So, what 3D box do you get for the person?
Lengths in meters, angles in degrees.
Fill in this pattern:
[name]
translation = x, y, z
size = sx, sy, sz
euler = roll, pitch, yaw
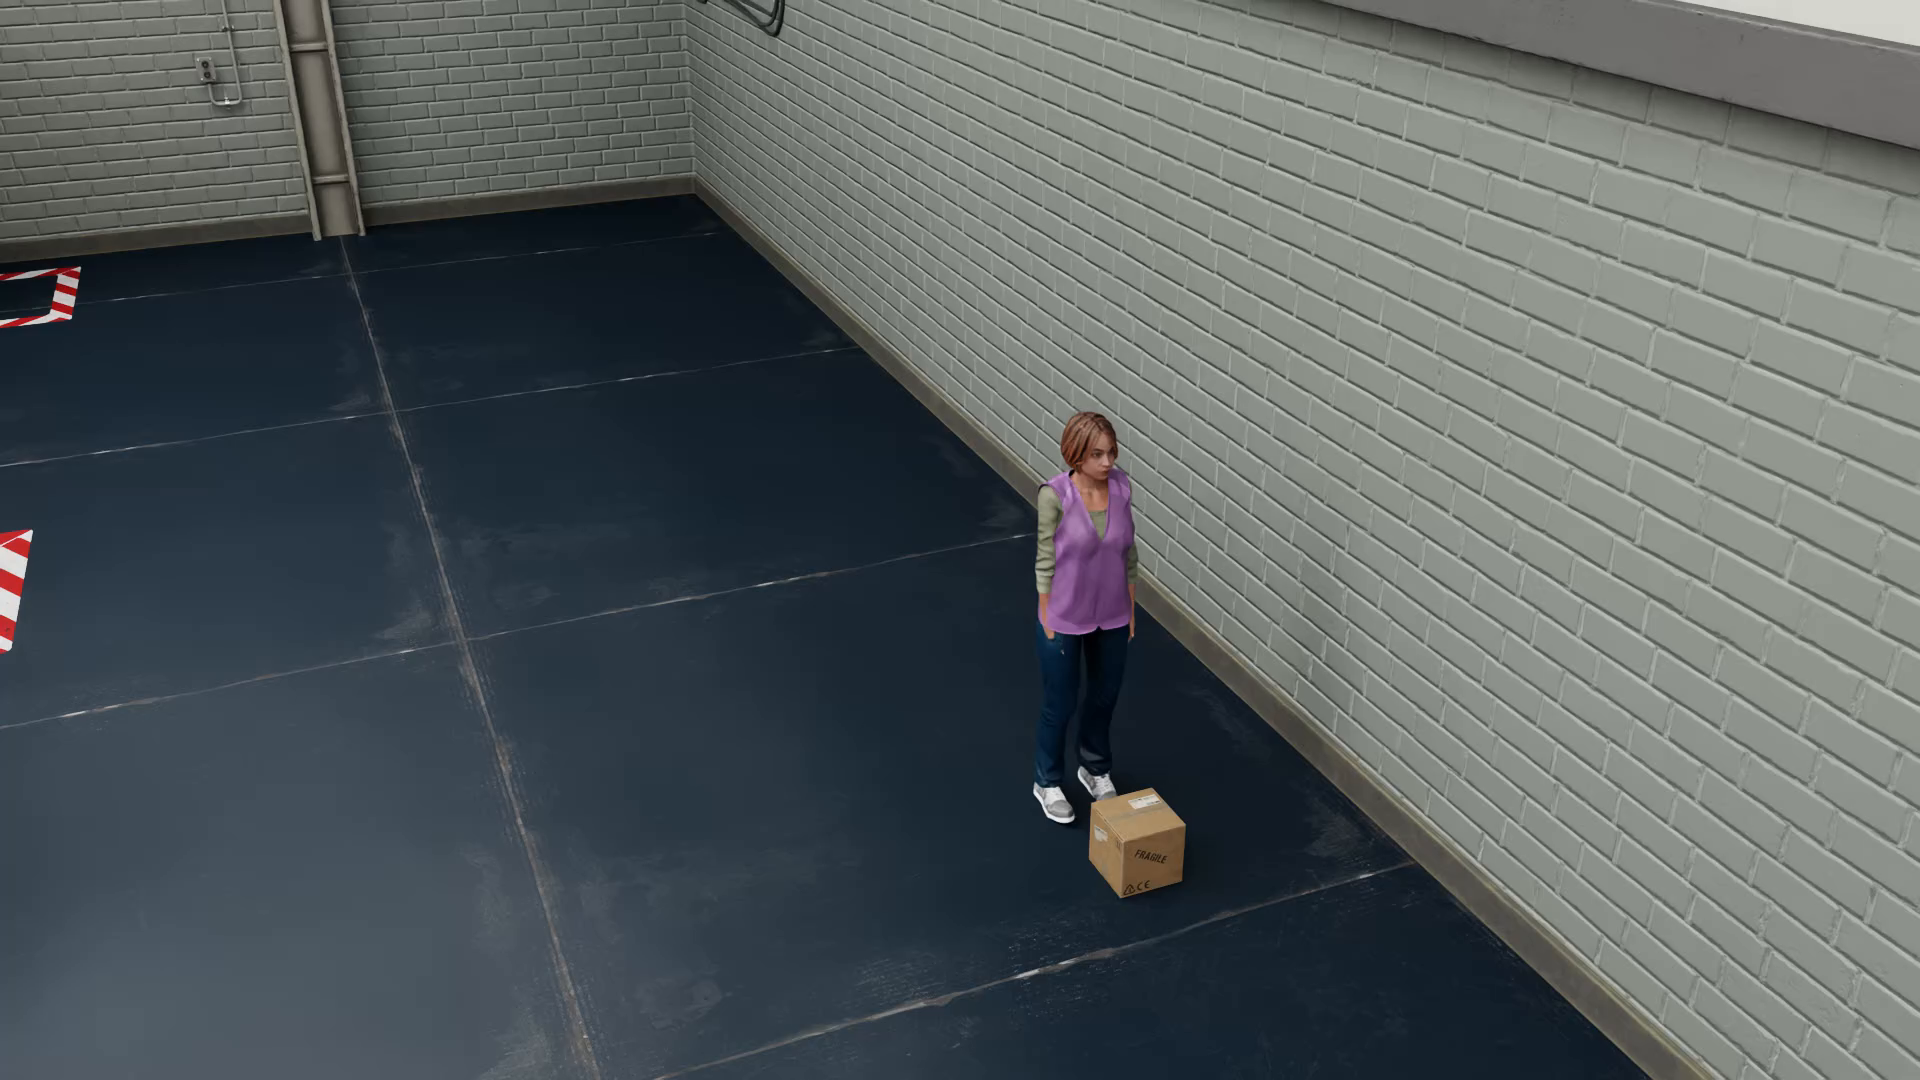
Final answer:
[person]
translation = 0.459, 0.298, 6.057
size = 0.408, 1.629, 0.311
euler = -10, 28, -19
